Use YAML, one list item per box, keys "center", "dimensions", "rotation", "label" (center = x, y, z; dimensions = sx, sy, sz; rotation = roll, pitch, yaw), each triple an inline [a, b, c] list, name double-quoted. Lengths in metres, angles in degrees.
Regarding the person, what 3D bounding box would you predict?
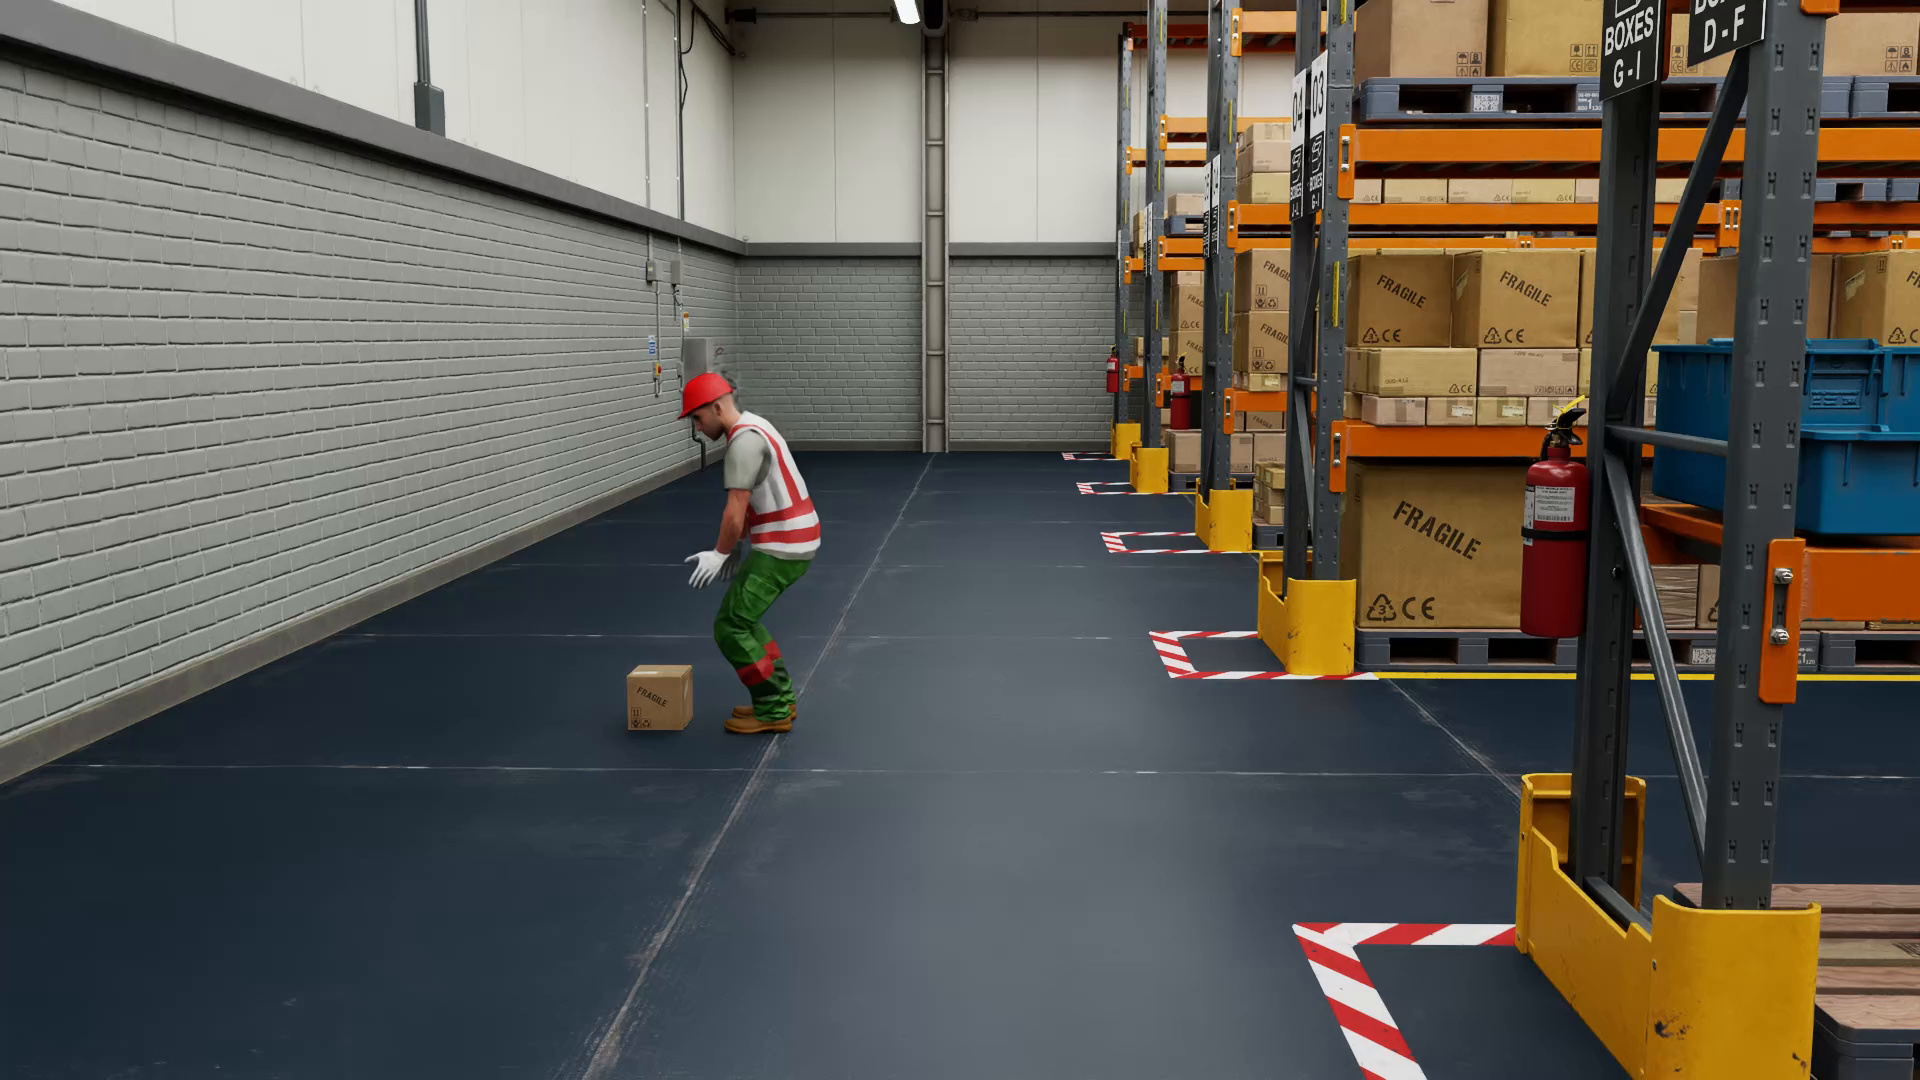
- center: [-0.945, 0.056, 7.473]
  dimensions: [0.625, 1.604, 0.572]
  rotation: [0, 7, 2]
  label: "person"
